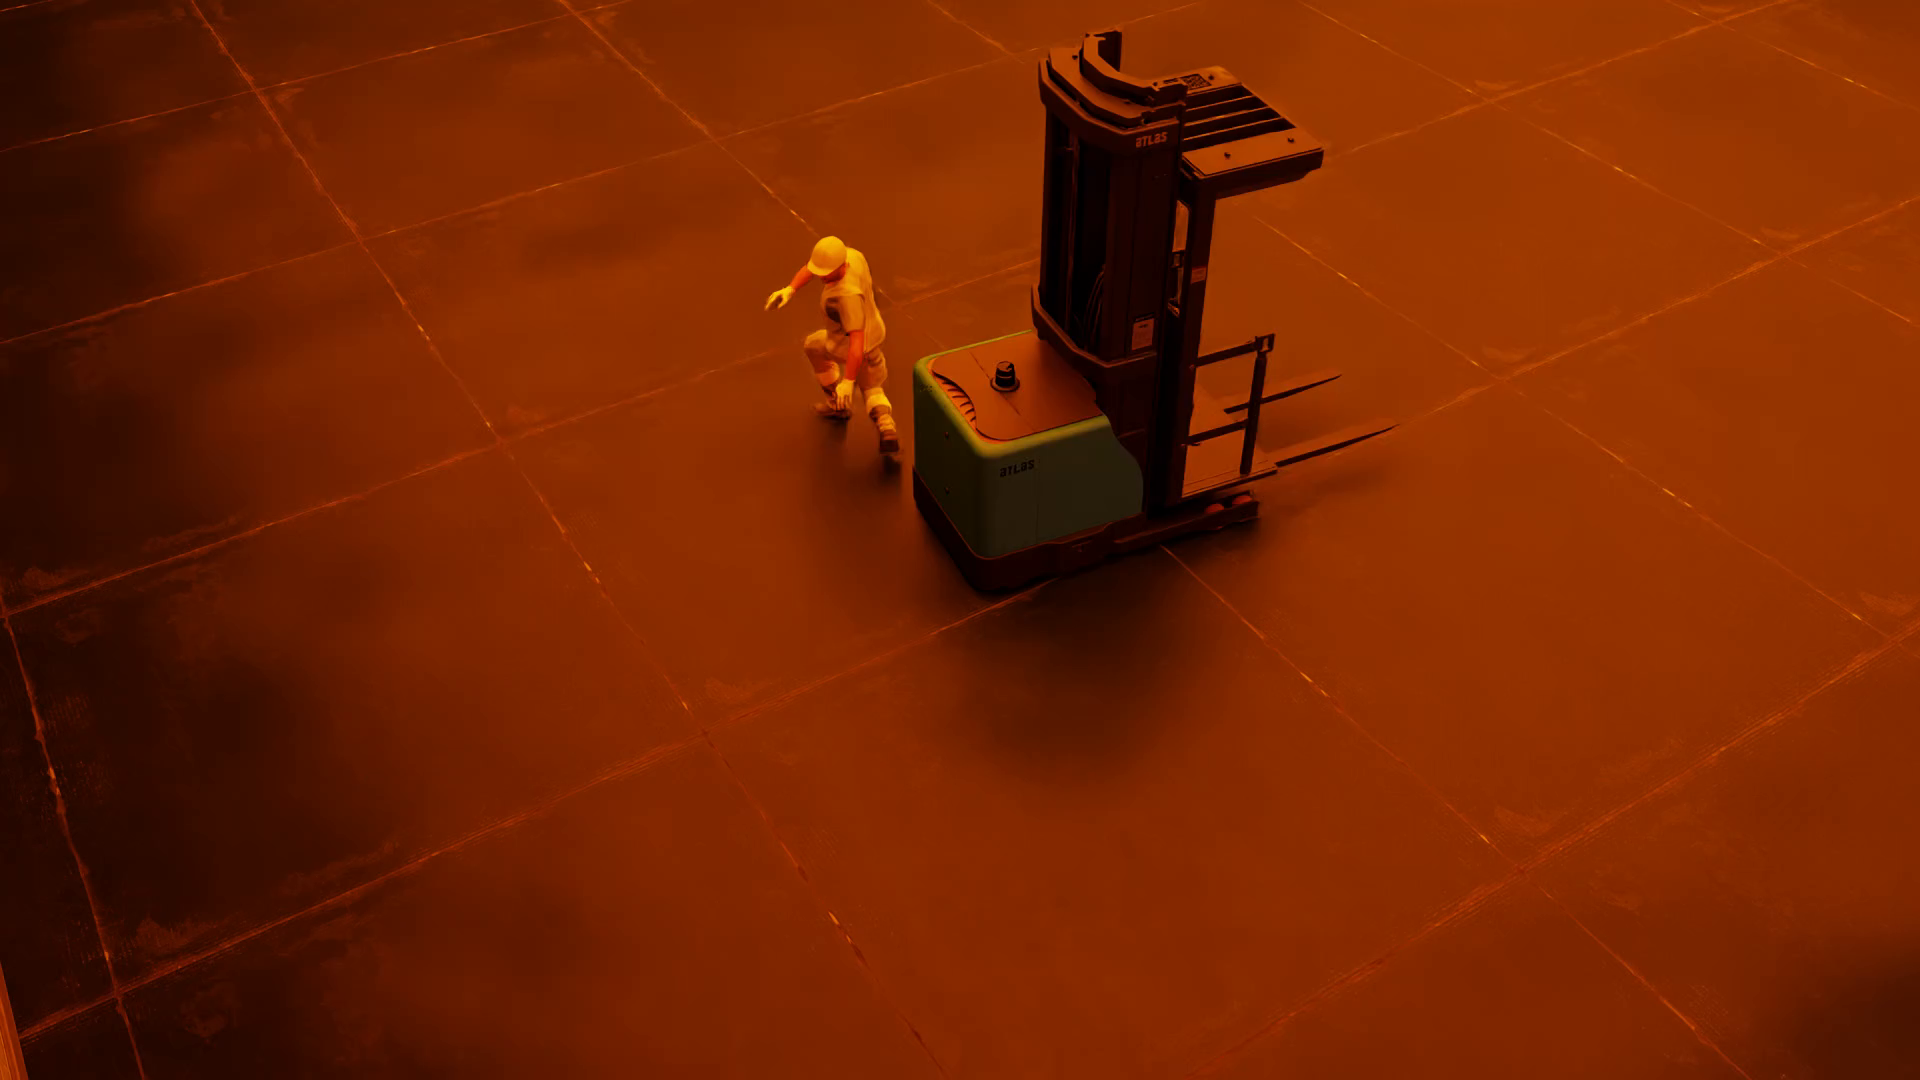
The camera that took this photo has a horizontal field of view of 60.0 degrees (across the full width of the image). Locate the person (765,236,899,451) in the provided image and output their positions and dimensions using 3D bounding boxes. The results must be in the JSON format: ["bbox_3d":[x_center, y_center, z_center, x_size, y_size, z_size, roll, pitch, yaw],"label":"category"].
[{"bbox_3d":[-0.728,-1.222,10.381,0.953,1.540,0.685,32,50,31],"label":"person"}]

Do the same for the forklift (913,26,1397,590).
[{"bbox_3d":[1.272,-1.462,9.544,3.031,2.935,1.130,-17,44,-18],"label":"forklift"}]
